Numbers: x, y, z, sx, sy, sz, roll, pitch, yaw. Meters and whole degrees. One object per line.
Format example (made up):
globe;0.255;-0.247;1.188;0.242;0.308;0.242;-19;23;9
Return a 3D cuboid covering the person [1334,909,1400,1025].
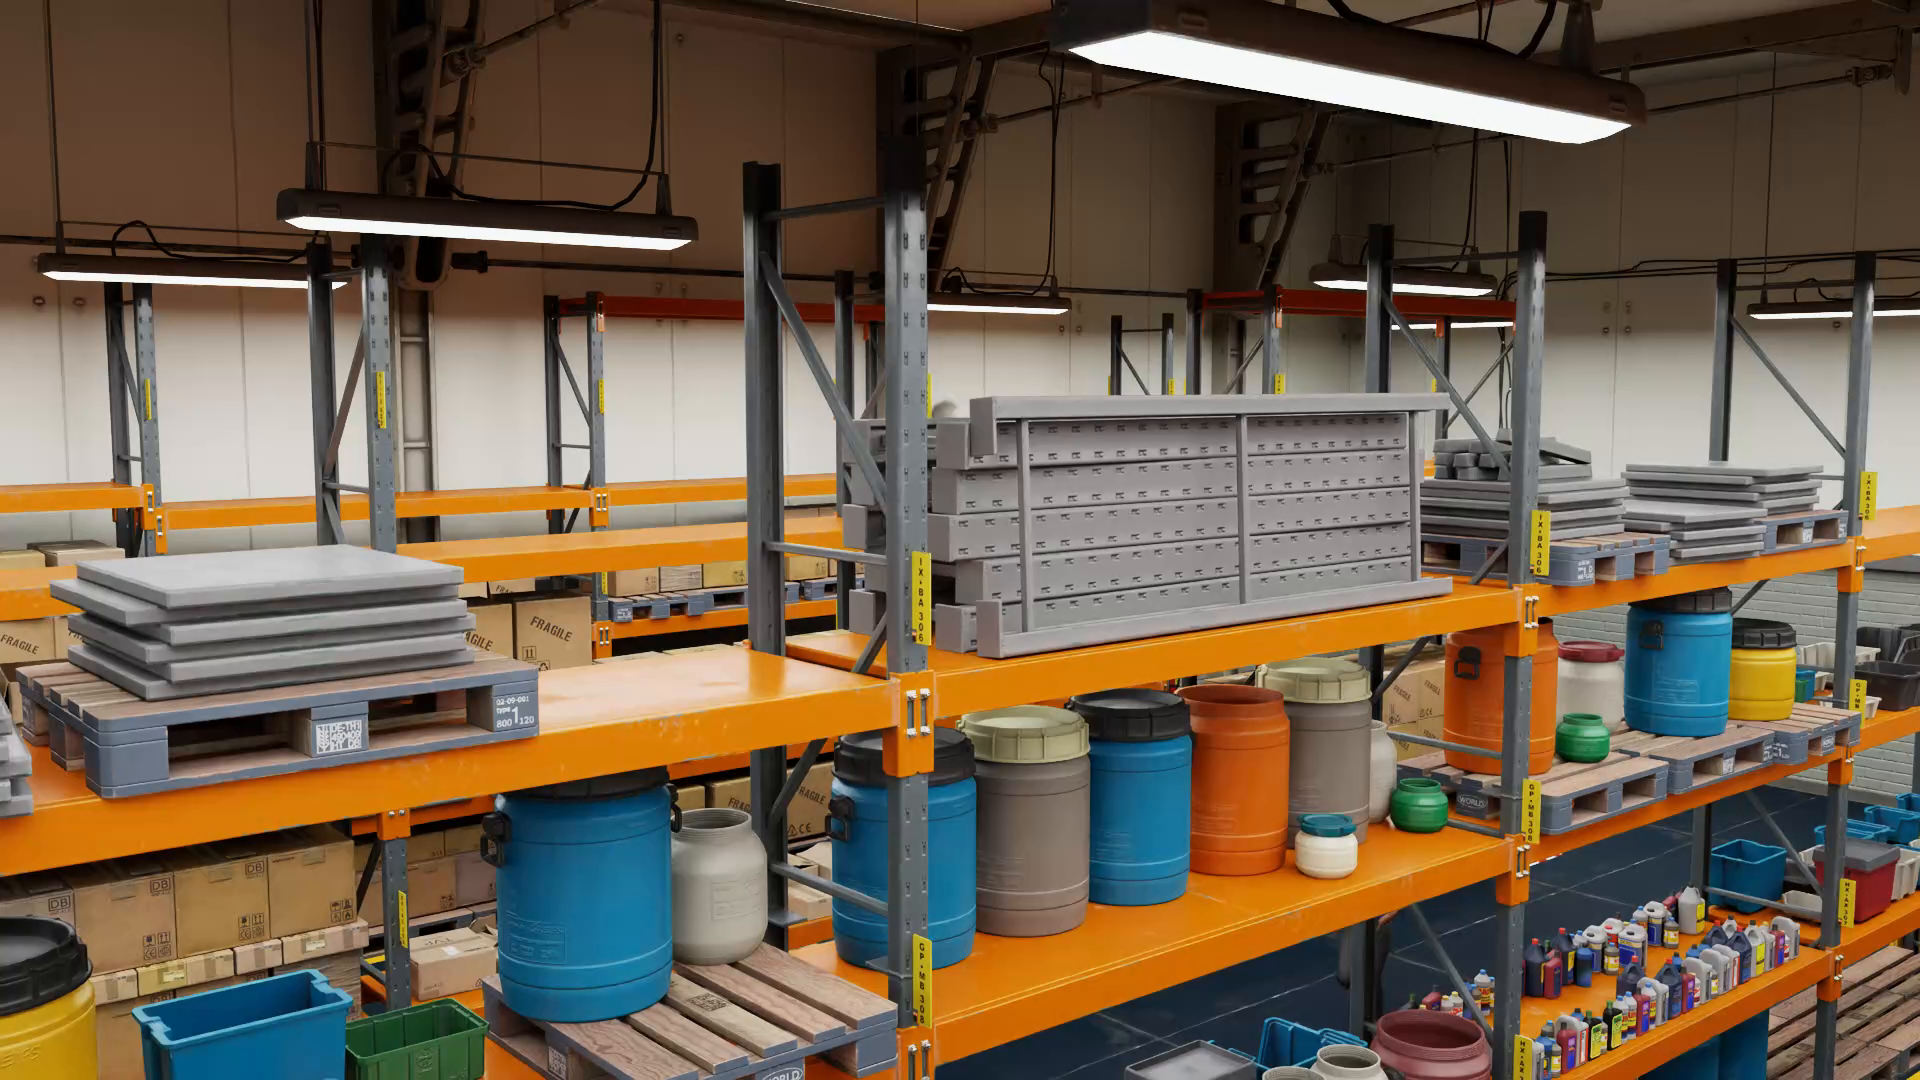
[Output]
person;3.175;3.109;13.110;0.558;1.608;0.586;4;7;39
